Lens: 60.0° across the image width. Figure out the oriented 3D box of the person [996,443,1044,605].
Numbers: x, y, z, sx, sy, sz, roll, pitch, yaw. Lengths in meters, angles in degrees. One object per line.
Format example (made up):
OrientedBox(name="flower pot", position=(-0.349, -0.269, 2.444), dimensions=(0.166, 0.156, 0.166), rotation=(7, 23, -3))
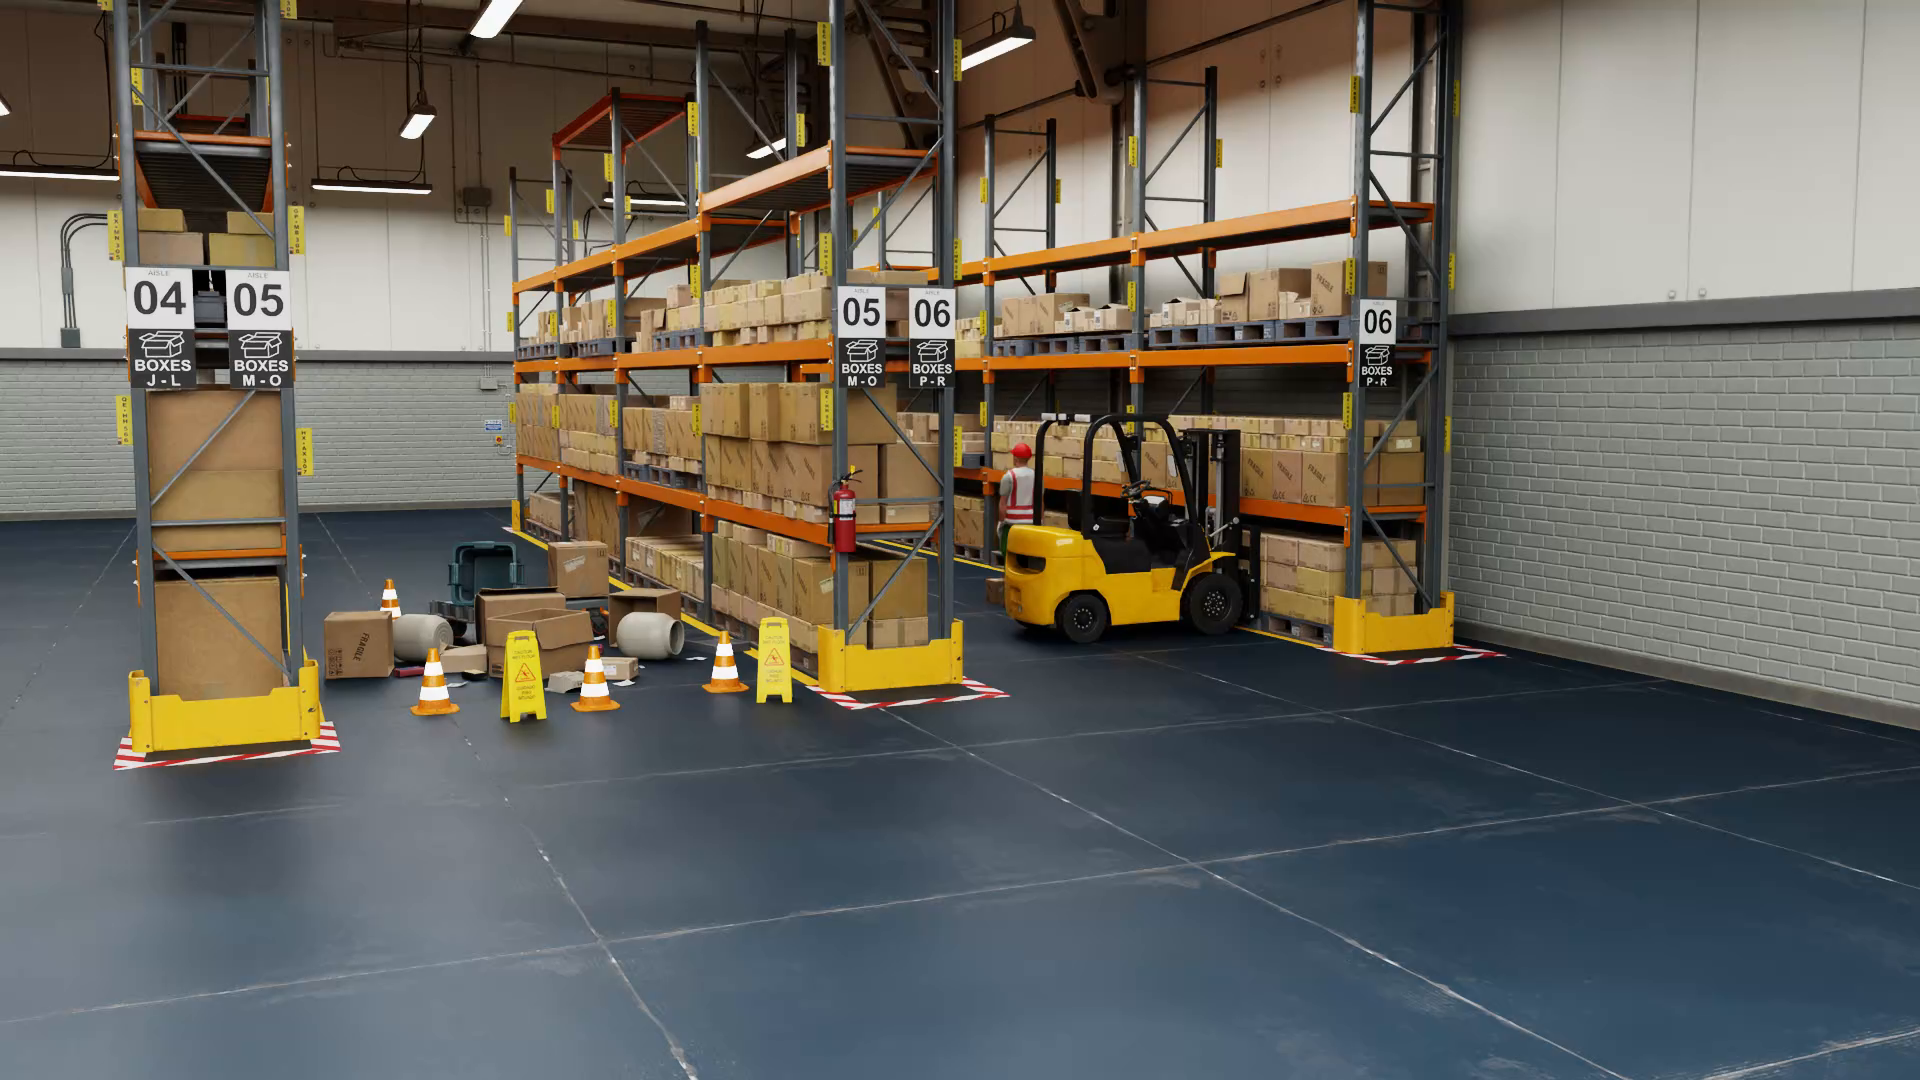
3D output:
OrientedBox(name="person", position=(0.655, -0.169, 18.203), dimensions=(0.557, 1.793, 0.359), rotation=(-2, 6, -24))
